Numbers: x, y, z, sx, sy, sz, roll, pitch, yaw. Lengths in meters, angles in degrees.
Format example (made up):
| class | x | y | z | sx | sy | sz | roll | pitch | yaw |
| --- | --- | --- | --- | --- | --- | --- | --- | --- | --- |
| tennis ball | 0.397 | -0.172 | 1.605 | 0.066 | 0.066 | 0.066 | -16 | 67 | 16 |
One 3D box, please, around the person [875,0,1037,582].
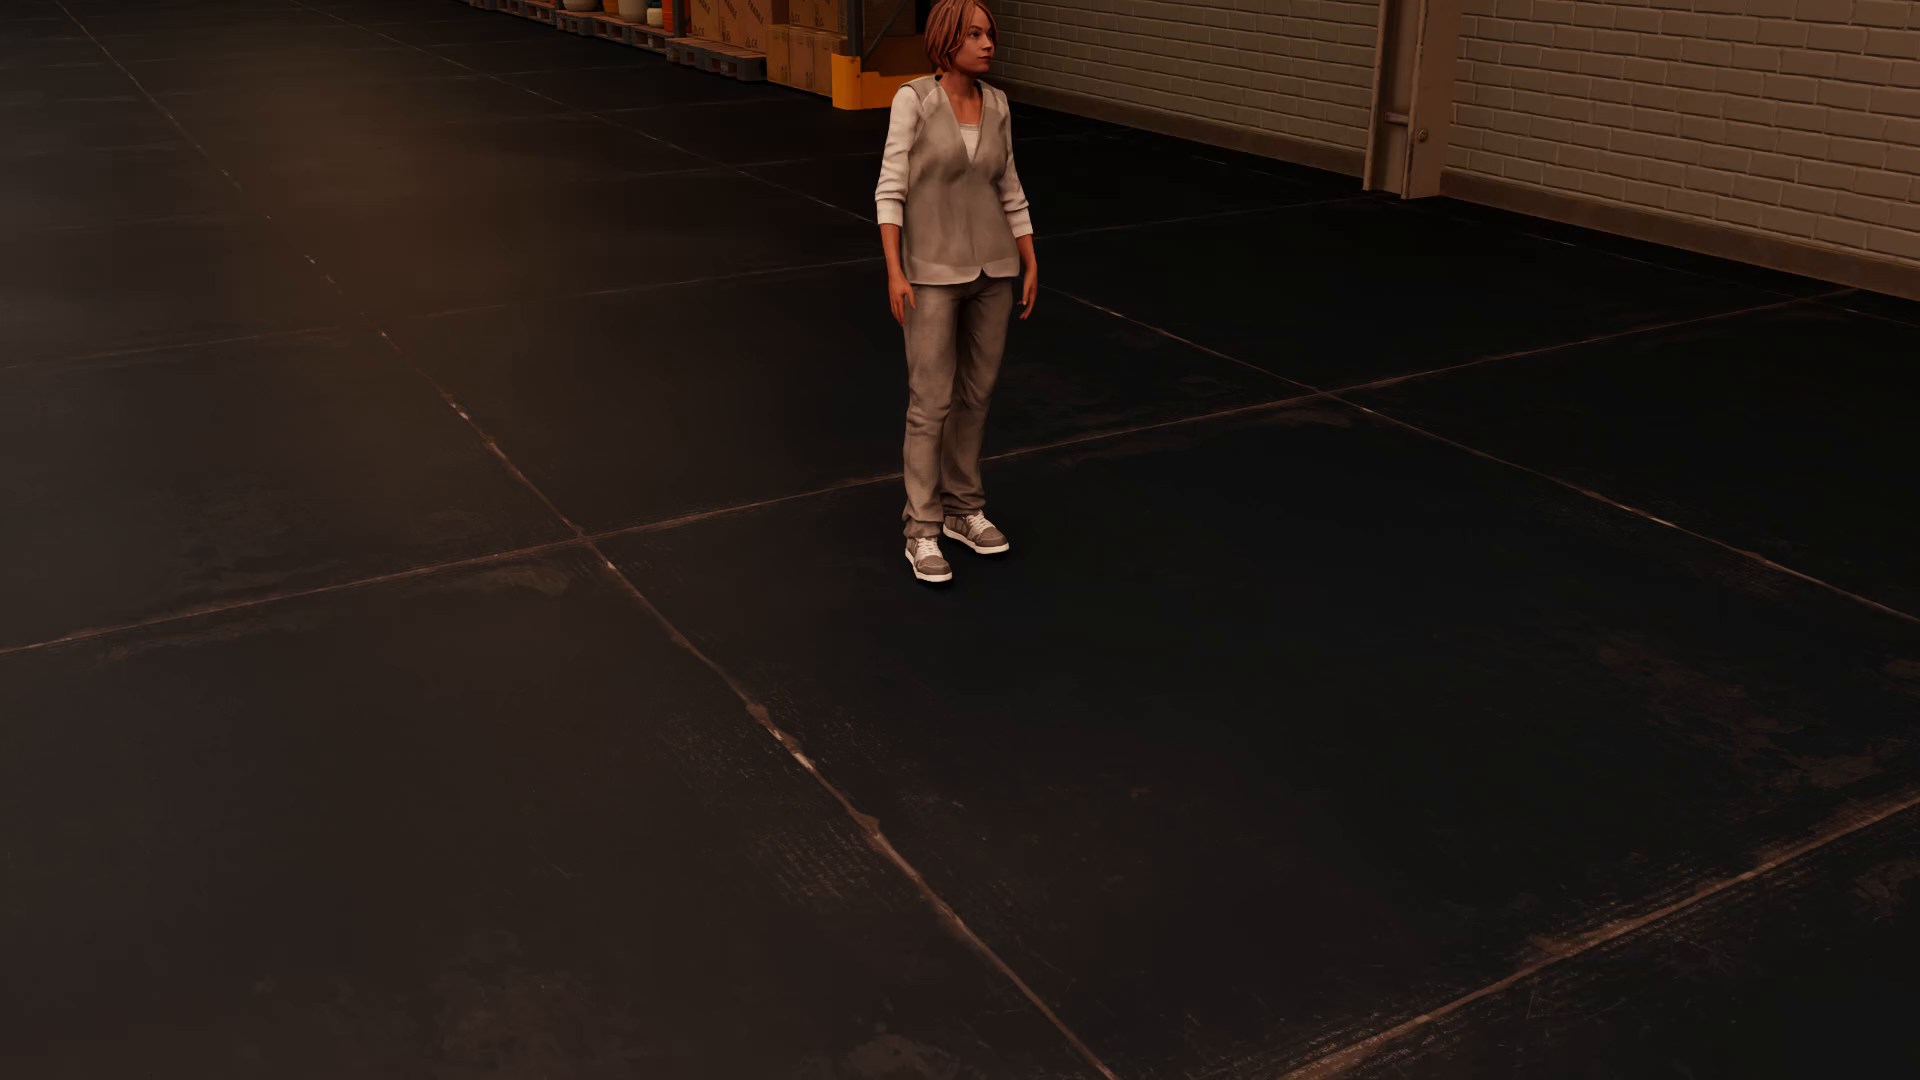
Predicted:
| class | x | y | z | sx | sy | sz | roll | pitch | yaw |
| --- | --- | --- | --- | --- | --- | --- | --- | --- | --- |
| person | 0.025 | -0.719 | 4.763 | 0.520 | 1.597 | 0.475 | -12 | 25 | -28 |
